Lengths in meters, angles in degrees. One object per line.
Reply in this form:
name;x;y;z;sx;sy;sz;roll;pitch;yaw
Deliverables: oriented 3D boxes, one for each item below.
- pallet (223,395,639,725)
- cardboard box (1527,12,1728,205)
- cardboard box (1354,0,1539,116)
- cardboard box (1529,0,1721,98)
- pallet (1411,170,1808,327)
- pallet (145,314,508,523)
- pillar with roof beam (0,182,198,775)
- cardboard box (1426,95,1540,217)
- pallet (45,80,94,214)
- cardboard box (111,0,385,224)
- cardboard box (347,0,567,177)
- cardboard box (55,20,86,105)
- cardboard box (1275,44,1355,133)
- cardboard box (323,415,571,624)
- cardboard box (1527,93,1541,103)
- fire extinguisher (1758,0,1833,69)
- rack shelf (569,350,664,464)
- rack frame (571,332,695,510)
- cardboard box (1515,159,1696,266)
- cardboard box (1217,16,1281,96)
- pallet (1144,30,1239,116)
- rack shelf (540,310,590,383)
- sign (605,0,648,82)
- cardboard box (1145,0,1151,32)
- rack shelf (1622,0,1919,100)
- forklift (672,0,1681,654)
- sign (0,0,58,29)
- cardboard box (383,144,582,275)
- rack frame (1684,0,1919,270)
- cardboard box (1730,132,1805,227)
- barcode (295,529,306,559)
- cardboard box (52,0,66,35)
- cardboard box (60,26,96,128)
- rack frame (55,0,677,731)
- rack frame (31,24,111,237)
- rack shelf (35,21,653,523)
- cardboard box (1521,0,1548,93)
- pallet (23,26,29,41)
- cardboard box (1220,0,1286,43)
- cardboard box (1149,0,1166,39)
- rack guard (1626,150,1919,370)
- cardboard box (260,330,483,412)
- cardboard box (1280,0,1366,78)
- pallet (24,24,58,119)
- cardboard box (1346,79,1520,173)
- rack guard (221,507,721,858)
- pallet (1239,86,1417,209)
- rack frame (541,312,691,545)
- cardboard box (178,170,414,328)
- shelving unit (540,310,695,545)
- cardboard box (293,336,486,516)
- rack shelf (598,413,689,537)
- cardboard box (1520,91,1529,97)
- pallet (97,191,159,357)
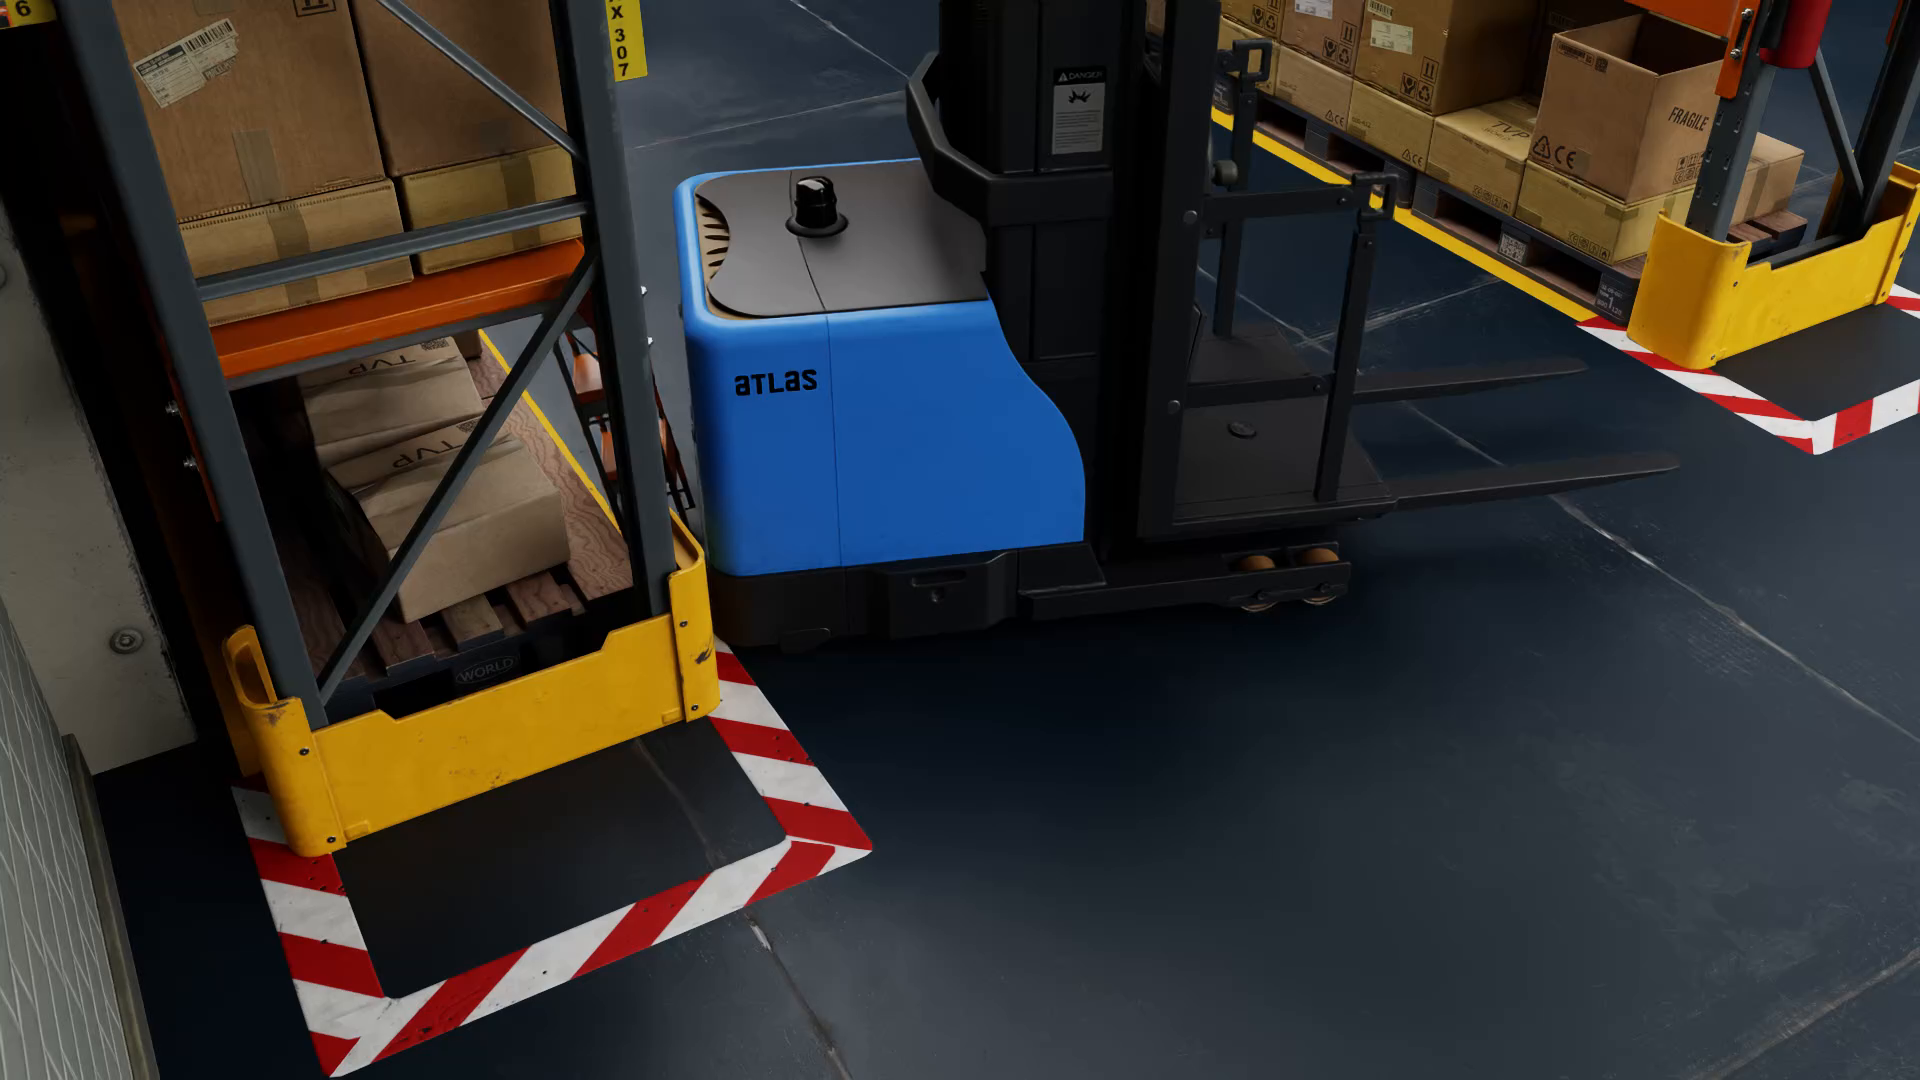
pallet;-1.613;0.038;5.019;1.003;0.211;1.213;-19;40;-24
cardboard box;2.557;-1.641;6.294;0.500;0.500;0.500;-19;40;-24
cardboard box;2.042;-2.147;6.986;0.500;0.500;0.500;-19;40;-24
cardboard box;2.754;-2.050;6.853;0.500;0.500;0.500;-19;40;-24
pallet;2.664;-1.346;6.913;1.003;0.211;1.213;-19;40;-24
pallet;-2.222;-0.583;5.870;1.003;0.211;1.213;-19;40;-24
pillar with roof beam;1.426;-4.423;3.677;9.100;9.000;0.400;-19;40;-24
cardboard box;2.298;-1.591;6.860;0.500;0.250;0.500;-19;40;-24
pallet;-3.599;-1.935;7.720;1.003;0.211;1.213;-19;40;-24
cardboard box;-1.618;-1.052;3.622;0.500;0.500;0.500;-19;40;-24
cardboard box;-1.177;-1.207;3.834;0.500;0.500;0.500;-19;40;-24
cardboard box;-2.382;-1.526;4.907;0.500;0.250;0.500;-18;40;-23
cardboard box;1.795;-2.101;7.558;0.500;0.250;0.500;-19;40;-24
cardboard box;-1.467;-0.096;4.745;0.500;0.311;0.500;-24;42;-29
cardboard box;2.753;-1.747;7.073;0.500;0.250;0.500;-19;40;-24
fire extinguisher;2.742;-1.865;5.326;0.296;0.674;0.183;-19;40;-24
rack shelf;-1.014;-0.415;4.925;0.215;0.259;0.240;-13;37;-1
rack frame;-1.034;-0.495;5.016;0.200;1.050;0.008;-13;37;-1
cardboard box;2.559;-1.339;6.516;0.500;0.250;0.500;-19;40;-24
cardboard box;1.539;-2.354;7.905;0.500;0.250;0.500;-19;40;-24
pallet;1.438;-2.590;8.617;1.003;0.211;1.213;-19;40;-24
rack shelf;-1.062;-0.638;4.755;0.215;0.259;0.240;-13;37;-1
sign;-0.728;-1.135;3.527;0.100;0.325;0.005;-19;40;-24
cardboard box;1.045;-2.867;8.607;0.500;0.250;0.500;-19;40;-24
rack shelf;2.079;-2.824;7.183;1.077;0.370;4.000;-19;40;-24
forklift;0.706;-1.273;4.508;3.031;2.935;1.130;-6;37;-8
sign;-1.687;-1.065;2.916;0.100;0.325;0.005;-19;40;-24
cardboard box;-1.168;-0.915;4.070;0.500;0.250;0.500;-20;41;-25
rack frame;3.084;-2.094;5.574;1.000;3.000;0.127;-19;40;-24
cardboard box;3.007;-1.493;6.726;0.500;0.250;0.500;-19;40;-24
barcode;-1.822;0.010;4.592;0.001;0.075;0.075;-19;40;-24
cardboard box;-2.126;-1.574;4.336;0.500;0.500;0.500;-20;41;-25
cardboard box;-2.126;-1.269;4.555;0.500;0.250;0.500;-19;40;-24
rack frame;-1.197;-0.624;3.562;1.000;3.000;0.127;-19;40;-24
rack frame;-3.207;-2.664;6.355;1.000;3.000;0.127;-19;40;-24
rack shelf;-2.202;-1.354;5.170;1.077;0.370;4.000;-19;40;-24
cardboard box;2.492;-2.301;7.197;0.500;0.500;0.500;-19;40;-24
pallet;-4.825;-3.179;9.424;1.003;0.211;1.213;-19;40;-24
cardboard box;1.539;-2.657;7.684;0.500;0.500;0.500;-19;40;-24
cardboard box;1.292;-2.610;8.256;0.500;0.250;0.500;-19;40;-24
rack guard;3.096;-1.072;6.295;1.175;0.500;0.348;-19;40;-24
cardboard box;-2.079;-0.852;5.619;0.700;0.500;0.500;-22;41;-27
cardboard box;1.792;-2.402;7.336;0.500;0.500;0.500;-19;40;-24
pallet;-4.216;-2.558;8.573;1.003;0.211;1.213;-19;40;-24
cardboard box;2.045;-1.845;7.208;0.500;0.250;0.500;-19;40;-24
rack guard;-1.235;0.346;4.352;1.175;0.500;0.348;-19;40;-24
pallet;2.055;-1.967;7.764;1.003;0.211;1.213;-19;40;-24
rack frame;-0.998;-0.353;4.821;0.200;1.050;0.008;-13;37;-1
cardboard box;-1.600;-0.753;3.848;0.500;0.250;0.500;-18;40;-23
shelving unit;-1.016;-0.424;4.918;0.215;1.050;0.252;-13;37;-1
cardboard box;-1.753;-0.386;5.143;0.500;0.311;0.500;-16;39;-20
rack shelf;-0.967;-0.198;5.091;0.215;0.259;0.240;-13;37;-1
cardboard box;2.502;-2.002;7.423;0.500;0.250;0.500;-19;40;-24
pallet;-2.839;-1.206;6.722;1.003;0.211;1.213;-19;40;-24
